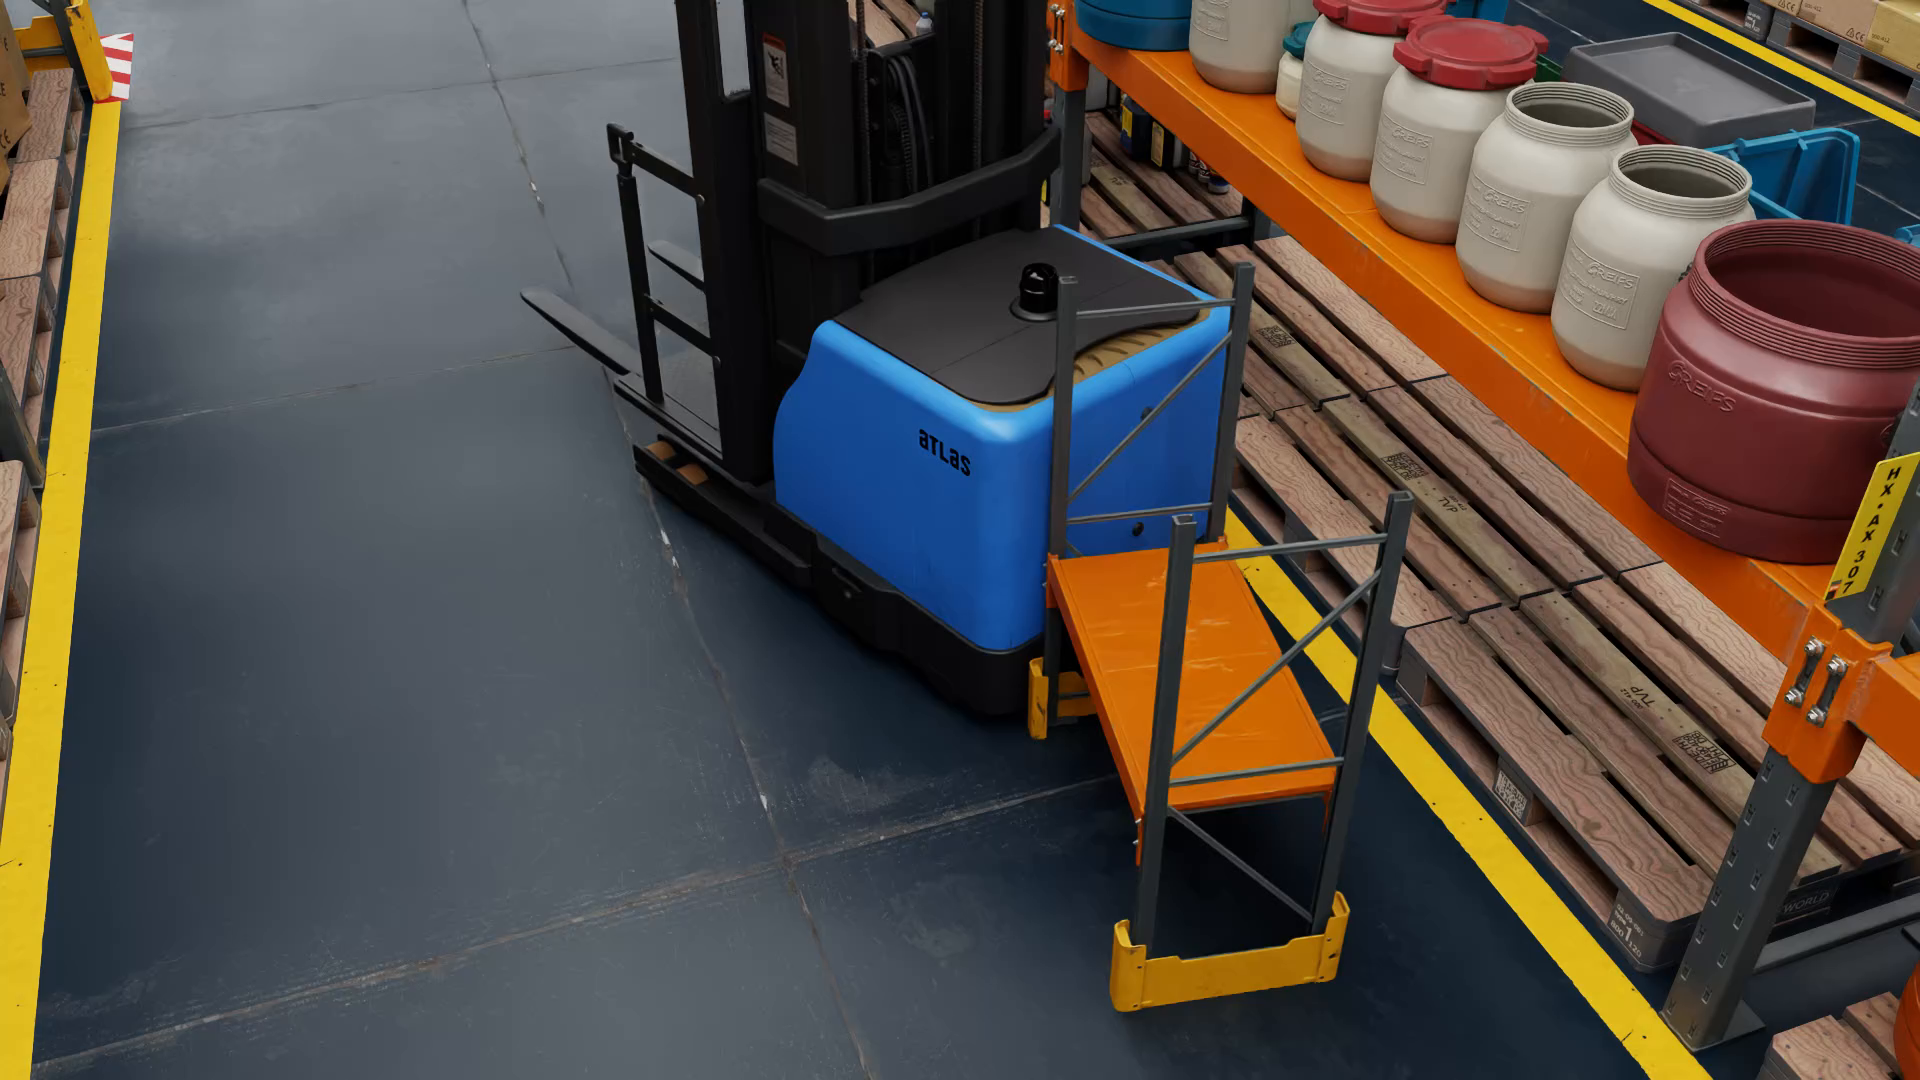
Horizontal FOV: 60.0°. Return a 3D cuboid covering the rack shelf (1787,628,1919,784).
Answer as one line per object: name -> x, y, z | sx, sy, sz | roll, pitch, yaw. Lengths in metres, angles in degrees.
rack shelf -> 2.928, 1.343, 2.072 | 1.077, 0.370, 4.000 | -12, 39, -16

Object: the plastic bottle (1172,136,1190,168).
plastic bottle -> 1.028, -1.869, 7.637 | 0.152, 0.276, 0.135 | -11, 38, -14

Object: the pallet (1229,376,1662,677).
pallet -> 1.593, -0.094, 5.699 | 1.003, 0.211, 1.213 | -12, 39, -16

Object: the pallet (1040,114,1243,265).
pallet -> 0.671, -1.608, 7.709 | 1.003, 0.211, 1.213 | -12, 39, -16

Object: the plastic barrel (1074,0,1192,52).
plastic barrel -> 0.711, -2.253, 5.831 | 0.600, 0.901, 0.708 | -12, 39, -16

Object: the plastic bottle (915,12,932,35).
plastic bottle -> -0.182, -2.591, 8.598 | 0.097, 0.271, 0.097 | 0, 37, 0

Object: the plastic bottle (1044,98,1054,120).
plastic bottle -> 0.435, -1.879, 7.649 | 0.152, 0.276, 0.135 | -12, 39, -16

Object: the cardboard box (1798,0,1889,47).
cardboard box -> 4.988, -2.928, 9.080 | 0.500, 0.250, 0.500 | -12, 39, -16

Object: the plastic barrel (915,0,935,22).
plastic barrel -> -0.043, -3.128, 9.129 | 0.421, 0.512, 0.421 | 0, 37, 0

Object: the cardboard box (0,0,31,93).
cardboard box -> -4.965, -2.381, 8.146 | 0.500, 0.500, 0.500 | -6, 37, -7

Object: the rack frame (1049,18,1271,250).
rack frame -> 0.863, -2.334, 6.355 | 1.000, 3.000, 0.127 | -12, 39, -16

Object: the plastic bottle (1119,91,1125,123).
plastic bottle -> 0.824, -2.144, 8.005 | 0.097, 0.271, 0.097 | 0, 37, 0

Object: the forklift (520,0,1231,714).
forklift -> -0.520, -1.456, 5.246 | 1.130, 2.935, 3.031 | -28, 45, -32

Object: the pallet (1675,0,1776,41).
pallet -> 4.857, -3.392, 10.077 | 1.003, 0.211, 1.213 | -12, 39, -16

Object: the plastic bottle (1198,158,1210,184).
plastic bottle -> 1.130, -1.720, 7.500 | 0.097, 0.201, 0.097 | 0, 37, 0

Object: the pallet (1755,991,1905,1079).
pallet -> 2.550, 1.477, 3.614 | 1.003, 0.211, 1.213 | -12, 39, -16

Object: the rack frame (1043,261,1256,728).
rack frame -> 0.493, -0.069, 4.595 | 0.500, 1.500, 0.032 | -6, 37, -8

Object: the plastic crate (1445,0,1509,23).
plastic crate -> 1.535, -1.769, 5.618 | 0.392, 0.384, 0.575 | -12, 39, -16

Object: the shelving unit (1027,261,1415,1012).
shelving unit -> 0.584, 0.238, 4.188 | 0.587, 1.500, 1.083 | -6, 37, -8

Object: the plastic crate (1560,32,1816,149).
plastic crate -> 1.971, -1.076, 4.632 | 0.402, 0.464, 0.583 | -12, 39, -16

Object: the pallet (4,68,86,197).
pallet -> -4.891, -1.945, 8.157 | 1.003, 0.211, 1.213 | -12, 39, -16

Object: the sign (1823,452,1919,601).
sign -> 1.725, -0.021, 3.150 | 0.100, 0.325, 0.005 | -12, 39, -16

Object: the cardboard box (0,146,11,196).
cardboard box -> -4.529, -1.693, 7.233 | 0.500, 0.500, 0.500 | -9, 38, -12

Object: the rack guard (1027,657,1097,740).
rack guard -> 0.496, 0.442, 4.956 | 0.587, 0.250, 0.087 | -6, 37, -8

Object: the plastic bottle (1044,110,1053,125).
plastic bottle -> 0.371, -1.755, 7.423 | 0.144, 0.351, 0.185 | -13, 39, -17

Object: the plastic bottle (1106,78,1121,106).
plastic bottle -> 0.764, -2.340, 8.200 | 0.144, 0.351, 0.185 | -13, 39, -16

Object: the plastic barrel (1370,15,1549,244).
plastic barrel -> 1.388, -1.143, 4.662 | 0.433, 0.535, 0.433 | 0, 37, 0

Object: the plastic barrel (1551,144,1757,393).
plastic barrel -> 1.685, -0.656, 4.034 | 0.421, 0.512, 0.421 | 0, 37, 0

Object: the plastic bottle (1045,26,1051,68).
plastic bottle -> 0.491, -2.567, 8.557 | 0.061, 0.283, 0.133 | -12, 39, -16

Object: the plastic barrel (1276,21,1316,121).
plastic barrel -> 1.174, -1.499, 5.362 | 0.301, 0.262, 0.301 | 0, 37, 0

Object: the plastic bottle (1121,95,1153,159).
plastic bottle -> 0.839, -1.963, 7.700 | 0.144, 0.351, 0.185 | -12, 39, -16

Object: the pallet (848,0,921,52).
pallet -> -0.169, -2.986, 9.539 | 1.003, 0.211, 1.213 | -12, 39, -16

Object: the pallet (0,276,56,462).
pallet -> -4.052, -0.566, 6.327 | 1.003, 0.211, 1.213 | -12, 39, -16

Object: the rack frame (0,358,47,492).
rack frame -> -3.787, -1.308, 4.994 | 1.000, 3.000, 0.127 | -12, 39, -16

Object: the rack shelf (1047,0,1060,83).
rack shelf -> 0.175, -3.176, 8.071 | 1.077, 0.370, 4.000 | -12, 39, -16
